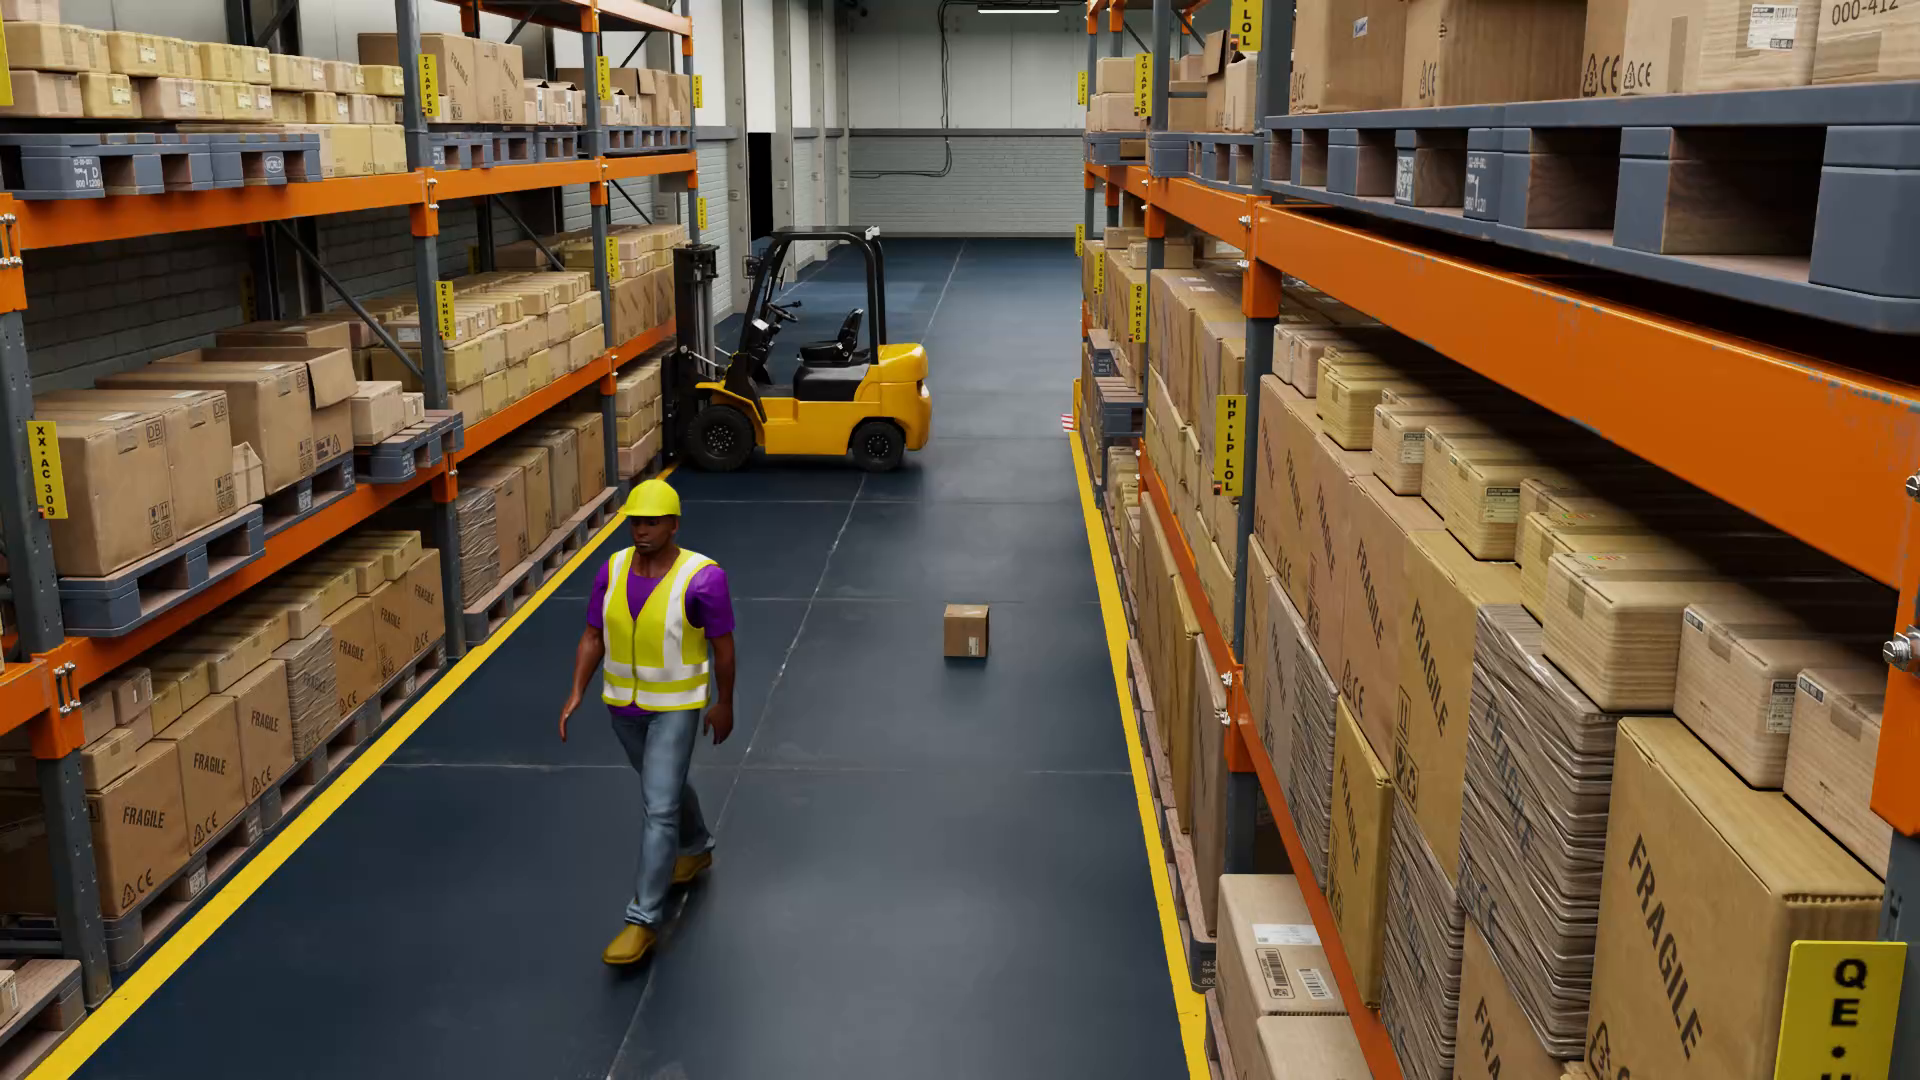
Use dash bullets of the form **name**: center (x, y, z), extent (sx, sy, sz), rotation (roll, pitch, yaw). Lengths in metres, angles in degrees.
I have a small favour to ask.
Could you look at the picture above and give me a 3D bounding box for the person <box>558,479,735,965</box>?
- **person**: center (-1.218, 0.631, 6.331), extent (0.580, 1.708, 1.002), rotation (6, 15, 22)
